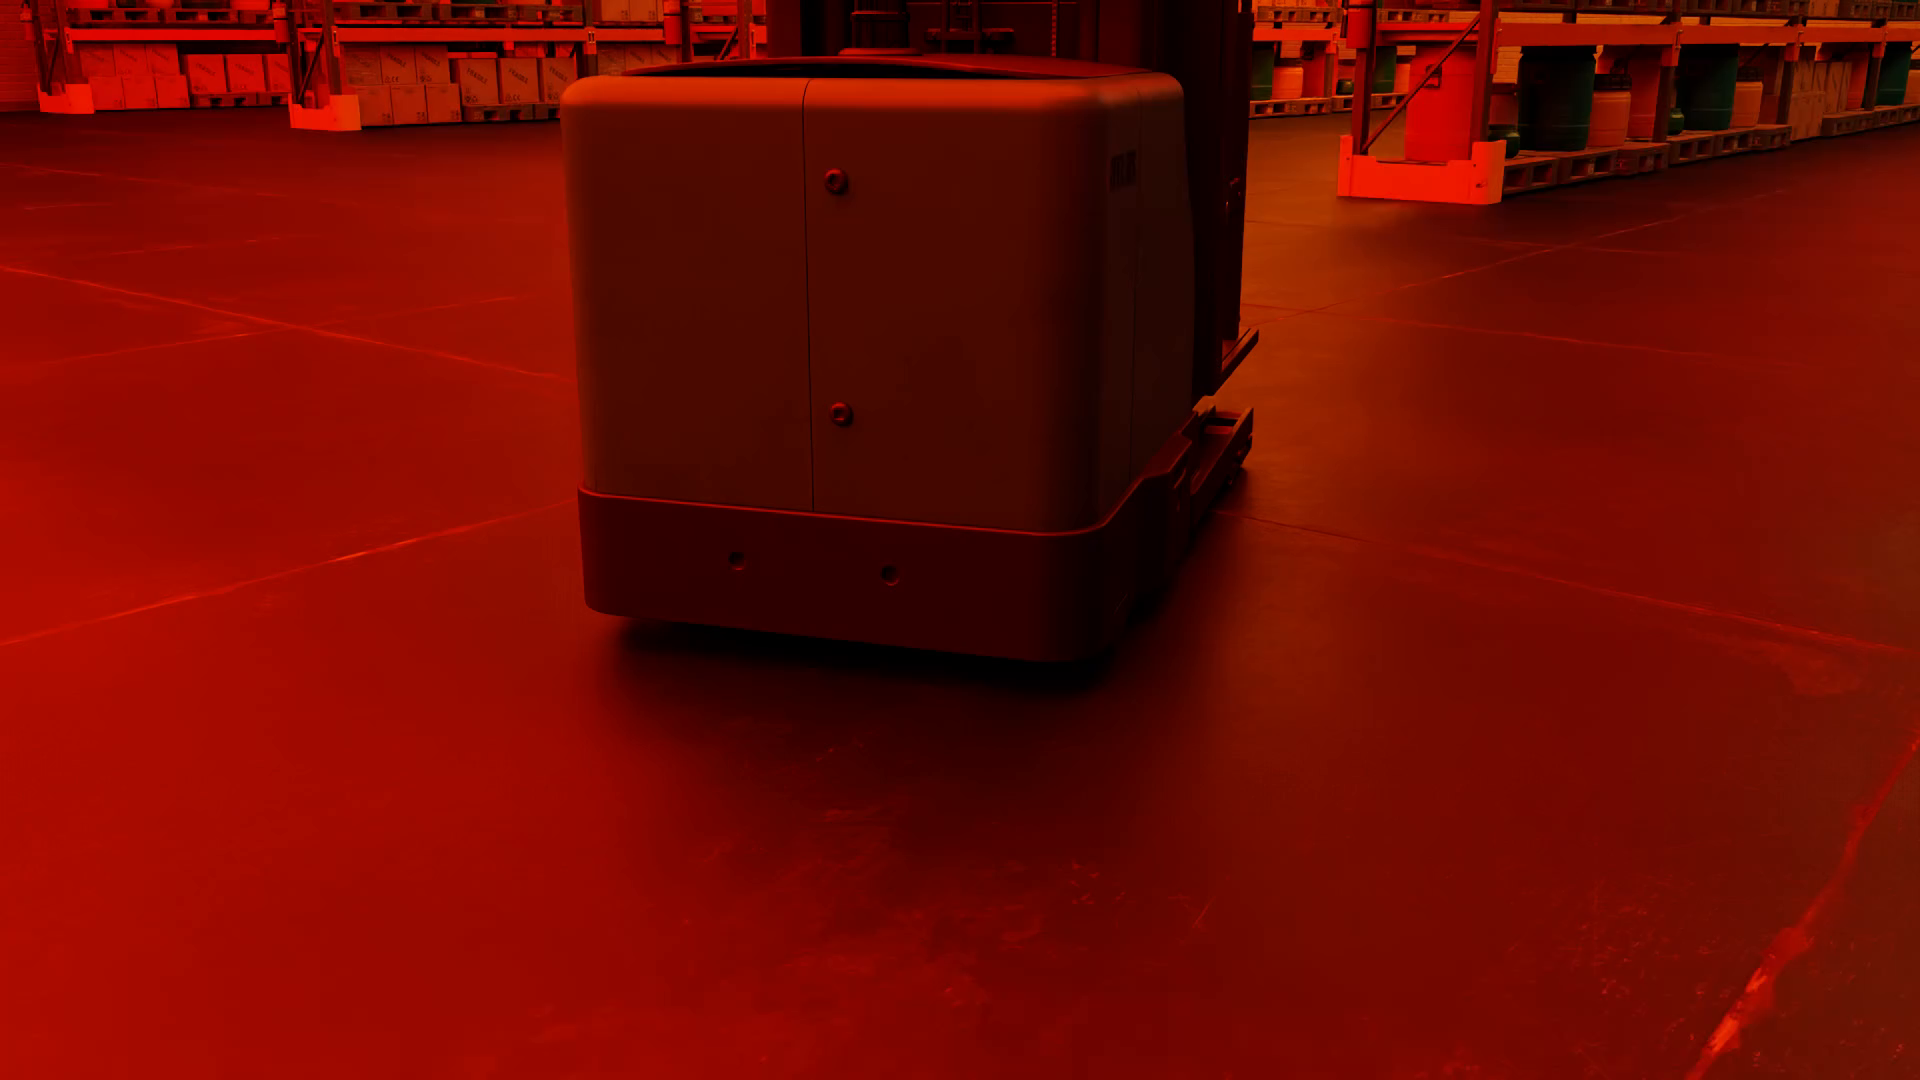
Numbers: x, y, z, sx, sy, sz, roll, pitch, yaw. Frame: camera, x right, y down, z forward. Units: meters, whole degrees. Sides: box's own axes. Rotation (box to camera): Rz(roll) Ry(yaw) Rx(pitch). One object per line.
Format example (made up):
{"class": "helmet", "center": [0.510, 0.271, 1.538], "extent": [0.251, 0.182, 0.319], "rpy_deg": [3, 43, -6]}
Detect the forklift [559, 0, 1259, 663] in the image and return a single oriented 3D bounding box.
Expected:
{"class": "forklift", "center": [0.182, -1.571, 4.072], "extent": [1.130, 2.935, 3.031], "rpy_deg": [5, 18, 17]}
